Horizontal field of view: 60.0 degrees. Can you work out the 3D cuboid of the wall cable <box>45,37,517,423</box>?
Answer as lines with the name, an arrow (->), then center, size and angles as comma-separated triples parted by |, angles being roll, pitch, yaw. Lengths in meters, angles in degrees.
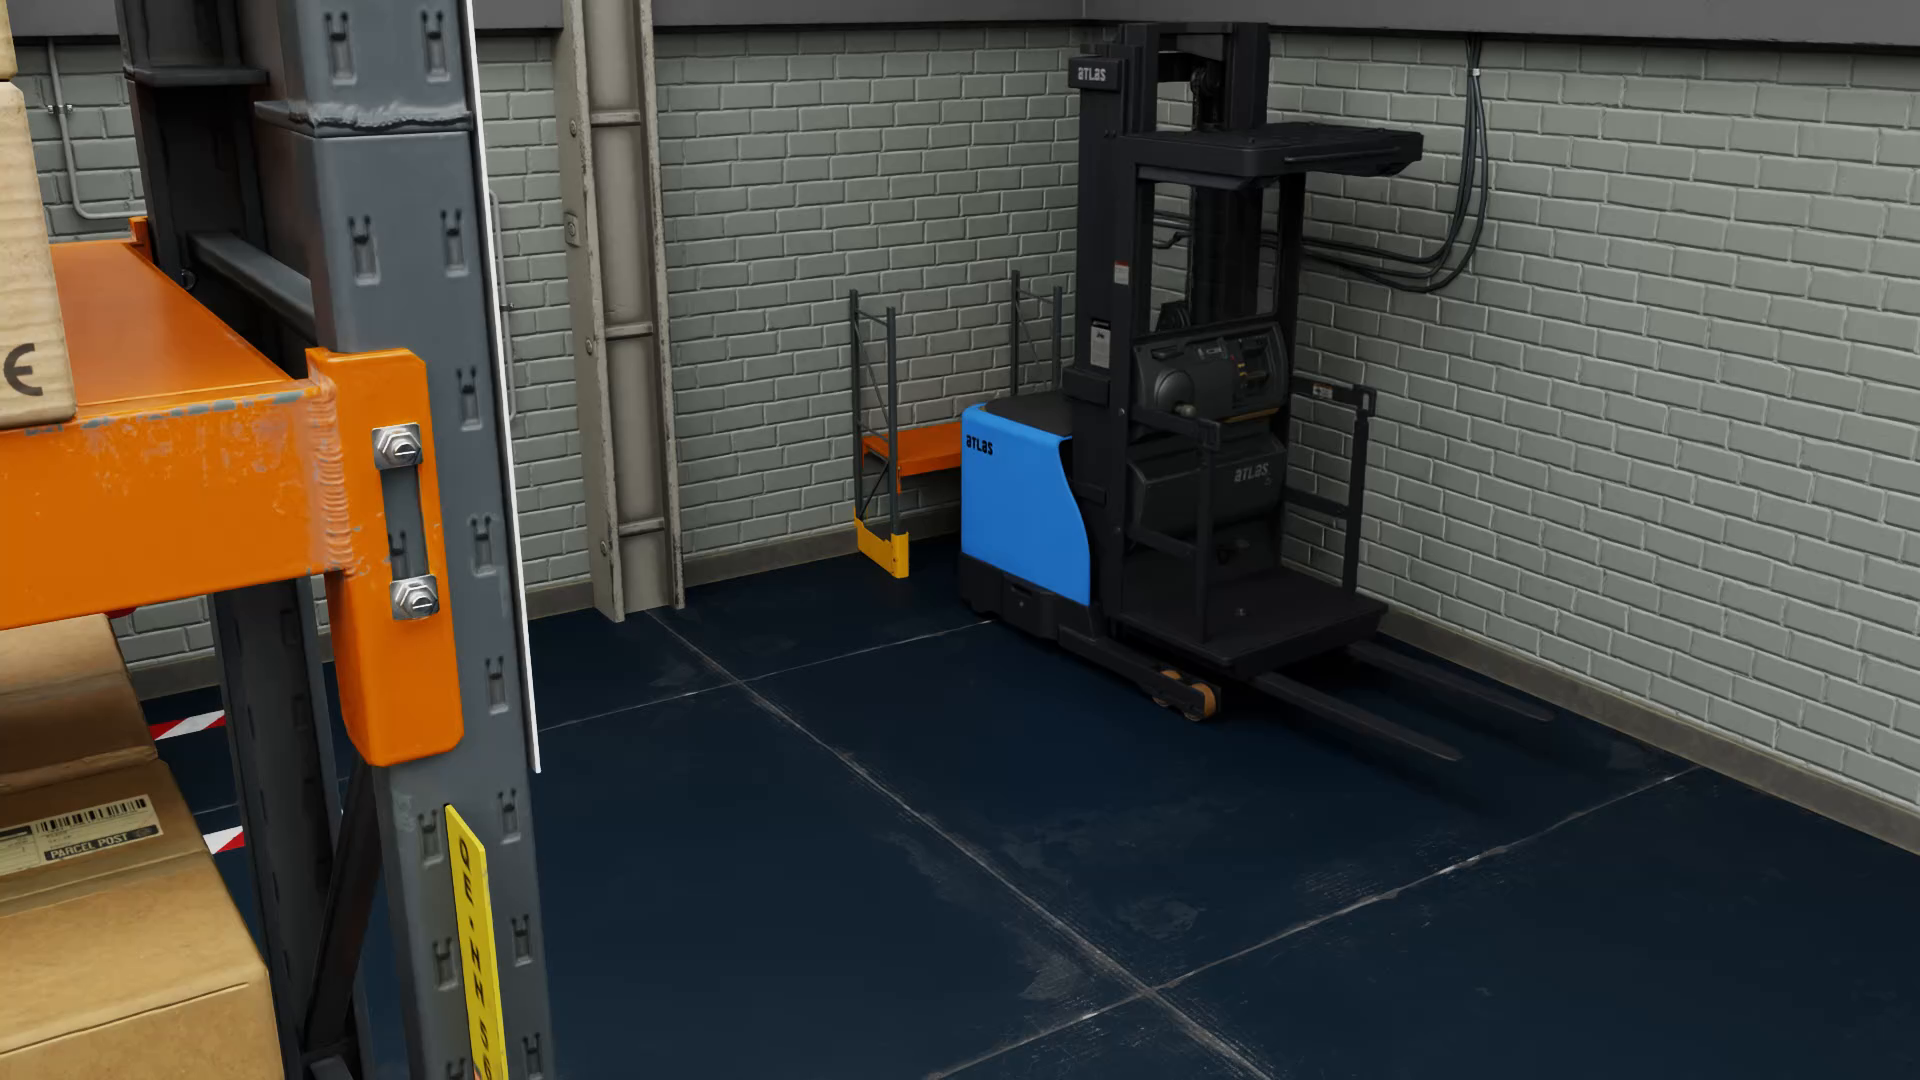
wall cable -> -2.912, -1.327, 7.401 | 1.851, 1.984, 0.084 | -12, 22, -31

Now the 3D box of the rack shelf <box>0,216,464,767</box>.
rack shelf -> -2.404, 0.229, 0.823 | 4.000, 0.370, 1.077 | -12, 22, -31

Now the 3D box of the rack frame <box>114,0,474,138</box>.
rack frame -> -0.734, -1.885, 1.270 | 0.127, 3.000, 1.000 | -12, 22, -31

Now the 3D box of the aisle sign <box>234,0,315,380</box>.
aisle sign -> -0.838, -0.365, 2.082 | 0.004, 0.787, 0.394 | -12, 22, -31

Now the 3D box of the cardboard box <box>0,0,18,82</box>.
cardboard box -> -1.022, -0.471, 1.225 | 0.500, 0.250, 0.500 | -12, 22, -31

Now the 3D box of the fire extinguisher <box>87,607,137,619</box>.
fire extinguisher -> -3.081, -0.057, 5.933 | 0.183, 0.674, 0.296 | -12, 22, -31

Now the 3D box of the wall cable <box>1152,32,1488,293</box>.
wall cable -> 1.459, -2.639, 8.348 | 0.112, 2.526, 3.097 | -12, 22, -31

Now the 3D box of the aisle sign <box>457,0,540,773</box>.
aisle sign -> -0.508, -0.205, 1.607 | 0.004, 0.787, 0.394 | -12, 22, -31

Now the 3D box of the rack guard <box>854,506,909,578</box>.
rack guard -> -0.449, -0.004, 9.331 | 0.087, 0.250, 0.587 | -11, 24, -26

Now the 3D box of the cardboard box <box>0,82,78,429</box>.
cardboard box -> -1.018, -0.232, 1.298 | 0.500, 0.250, 0.500 | -12, 22, -31

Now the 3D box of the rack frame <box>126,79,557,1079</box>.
rack frame -> -0.734, 0.957, 2.231 | 0.127, 3.000, 1.000 | -12, 22, -31

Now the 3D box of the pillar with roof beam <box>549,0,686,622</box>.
pillar with roof beam -> 0.686, -2.765, 3.872 | 0.400, 9.000, 9.100 | -12, 22, -31

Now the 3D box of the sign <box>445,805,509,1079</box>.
sign -> -0.445, 0.411, 1.545 | 0.005, 0.325, 0.100 | -12, 22, -31

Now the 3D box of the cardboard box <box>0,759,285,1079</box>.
cardboard box -> -0.954, 0.588, 1.605 | 0.500, 0.500, 0.500 | -12, 22, -32

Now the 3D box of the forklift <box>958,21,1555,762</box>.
forklift -> 1.282, -0.764, 7.428 | 1.130, 2.935, 3.031 | -14, 23, -35

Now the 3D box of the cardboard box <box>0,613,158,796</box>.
cardboard box -> -1.249, 0.444, 2.032 | 0.500, 0.500, 0.500 | -11, 22, -30

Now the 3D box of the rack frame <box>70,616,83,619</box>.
rack frame -> -3.461, -0.367, 6.148 | 0.127, 3.000, 1.000 | -12, 22, -31

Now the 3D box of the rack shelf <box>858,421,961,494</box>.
rack shelf -> -0.020, -0.504, 9.386 | 1.000, 0.185, 0.538 | -11, 24, -26

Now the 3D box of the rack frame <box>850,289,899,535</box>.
rack frame -> -0.466, -0.583, 9.094 | 0.032, 1.500, 0.500 | -11, 24, -26

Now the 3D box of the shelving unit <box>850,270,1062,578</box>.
shelving unit -> -0.012, -0.673, 9.324 | 1.083, 1.500, 0.587 | -11, 24, -26

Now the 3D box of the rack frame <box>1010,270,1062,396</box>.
rack frame -> 0.426, -0.761, 9.546 | 0.032, 1.500, 0.500 | -11, 24, -26
